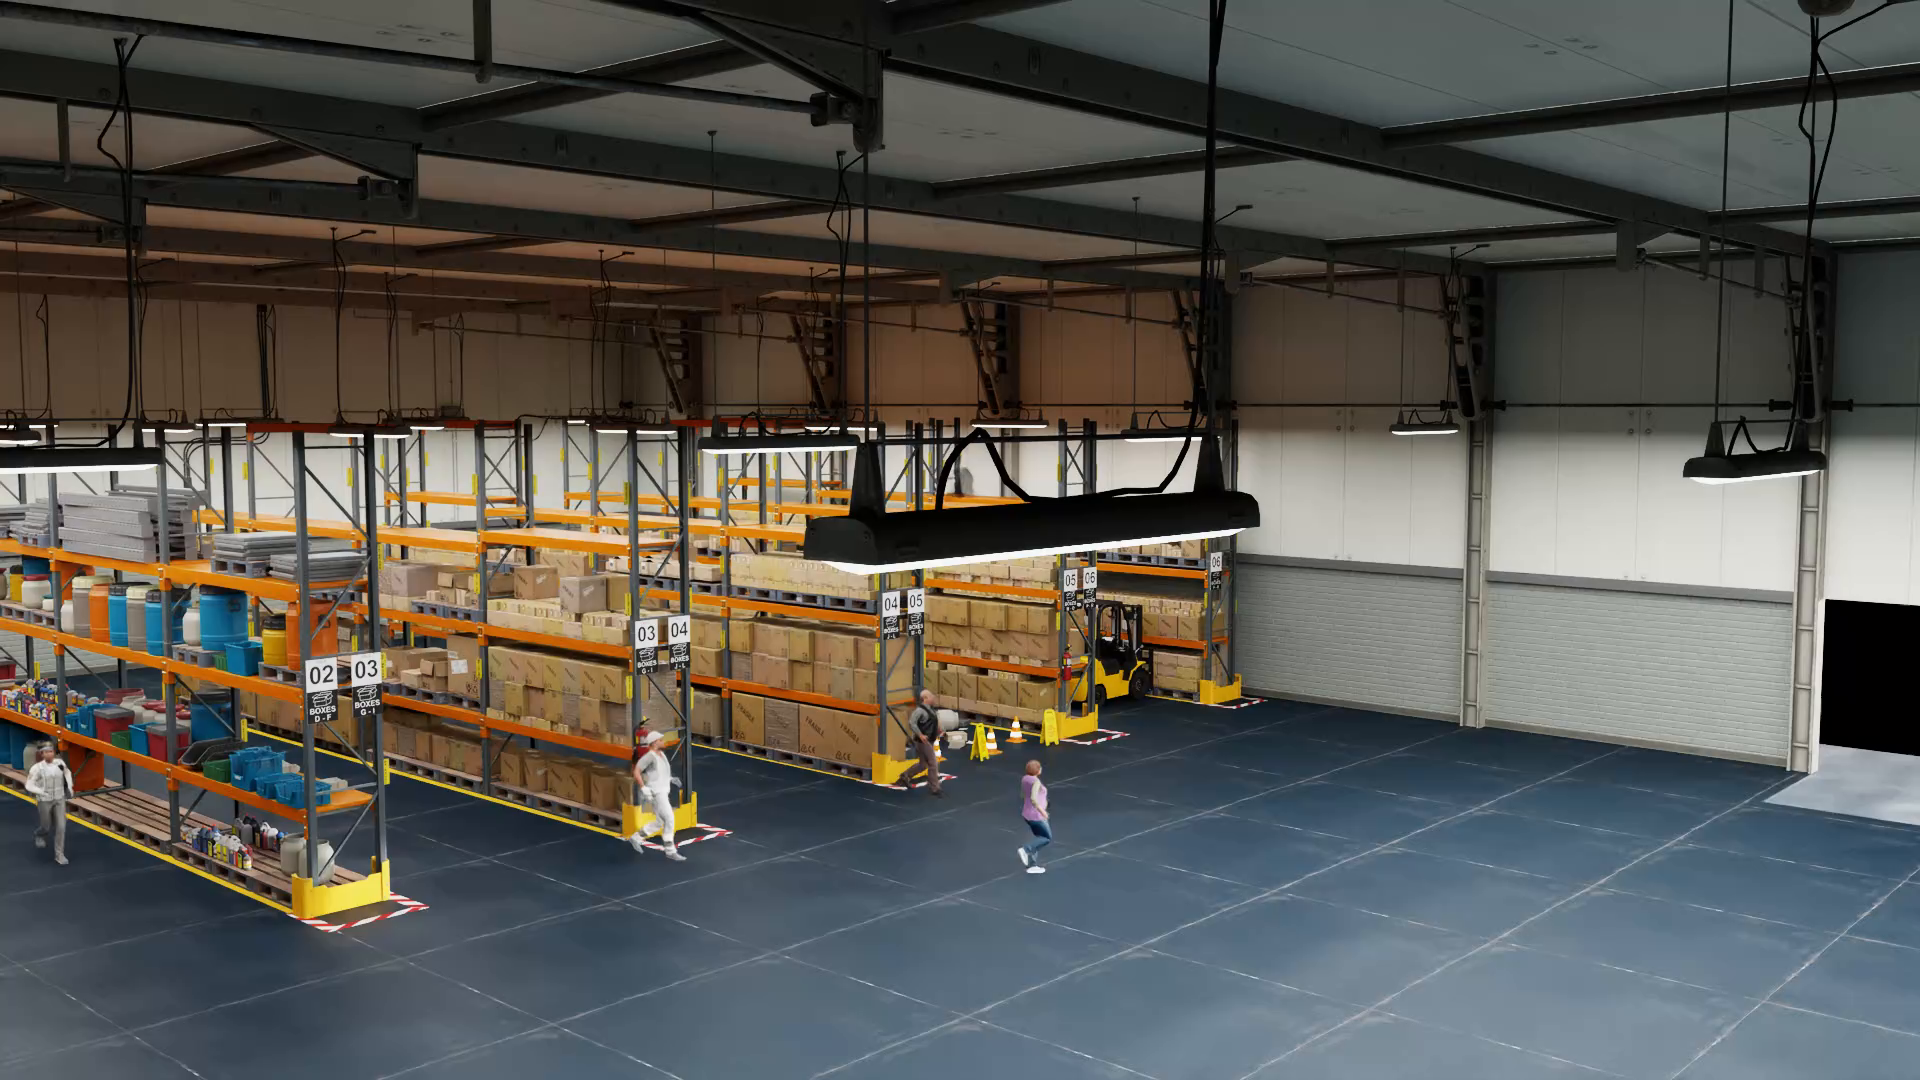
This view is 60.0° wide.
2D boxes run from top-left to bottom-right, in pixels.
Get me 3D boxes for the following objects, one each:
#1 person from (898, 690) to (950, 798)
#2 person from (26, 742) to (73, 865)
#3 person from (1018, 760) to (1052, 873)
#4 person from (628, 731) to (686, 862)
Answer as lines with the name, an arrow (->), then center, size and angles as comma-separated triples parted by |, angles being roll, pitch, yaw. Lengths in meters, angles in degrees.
person -> -0.588, 3.281, 26.871 | 0.876, 1.739, 0.663 | 1, 5, 12
person -> -12.603, 3.613, 23.081 | 0.630, 1.674, 0.913 | -5, 7, -45
person -> 0.995, 3.730, 22.416 | 0.545, 1.555, 0.536 | -2, 5, -24
person -> -4.203, 3.557, 23.190 | 0.853, 1.769, 0.717 | 1, 5, 9
